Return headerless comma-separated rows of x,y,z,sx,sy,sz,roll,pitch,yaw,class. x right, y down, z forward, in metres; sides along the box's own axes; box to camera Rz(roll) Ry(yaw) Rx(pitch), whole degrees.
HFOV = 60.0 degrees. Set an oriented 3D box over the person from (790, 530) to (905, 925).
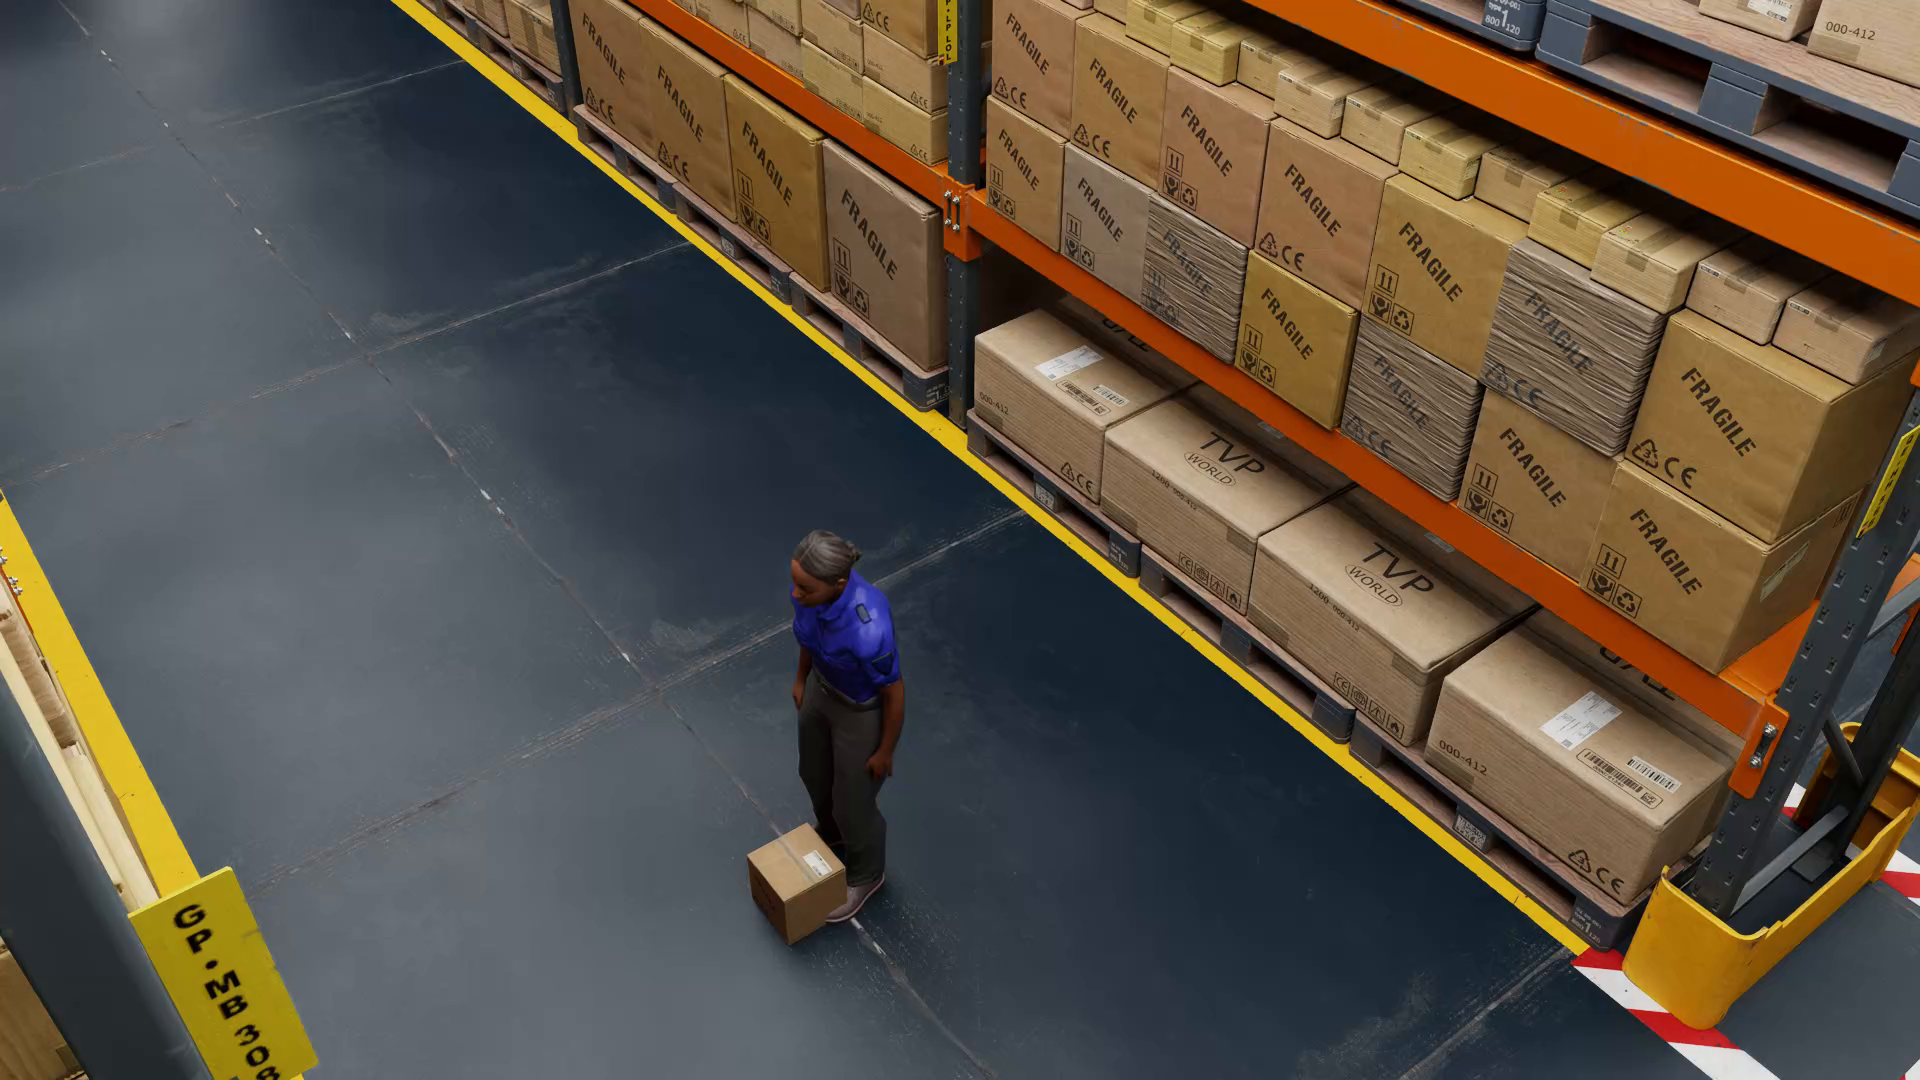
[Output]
-0.409,0.583,5.481,0.402,1.653,0.517,-29,48,-29,person
